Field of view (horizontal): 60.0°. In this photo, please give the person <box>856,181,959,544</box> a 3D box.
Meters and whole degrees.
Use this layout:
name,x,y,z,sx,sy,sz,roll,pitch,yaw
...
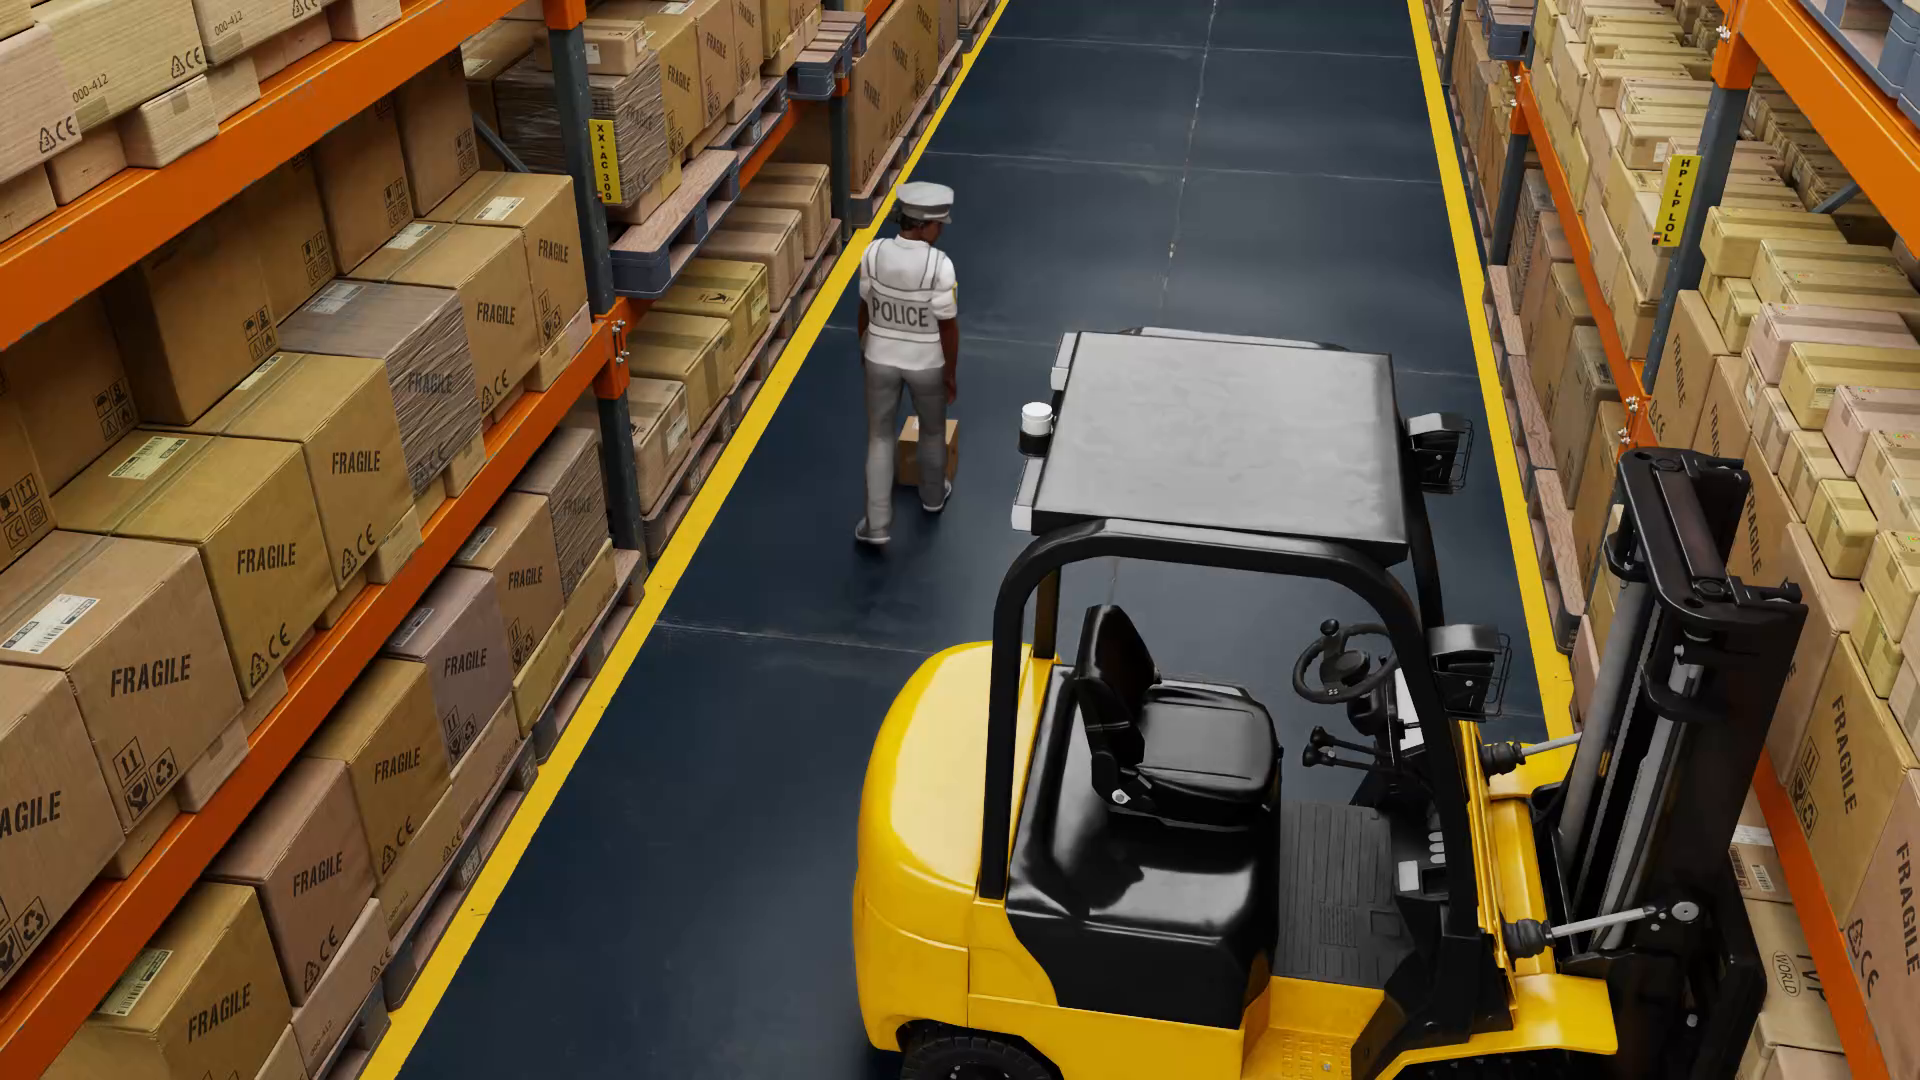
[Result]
name,x,y,z,sx,sy,sz,roll,pitch,yaw
person,-0.225,-0.787,7.347,0.477,1.644,0.731,5,33,9
